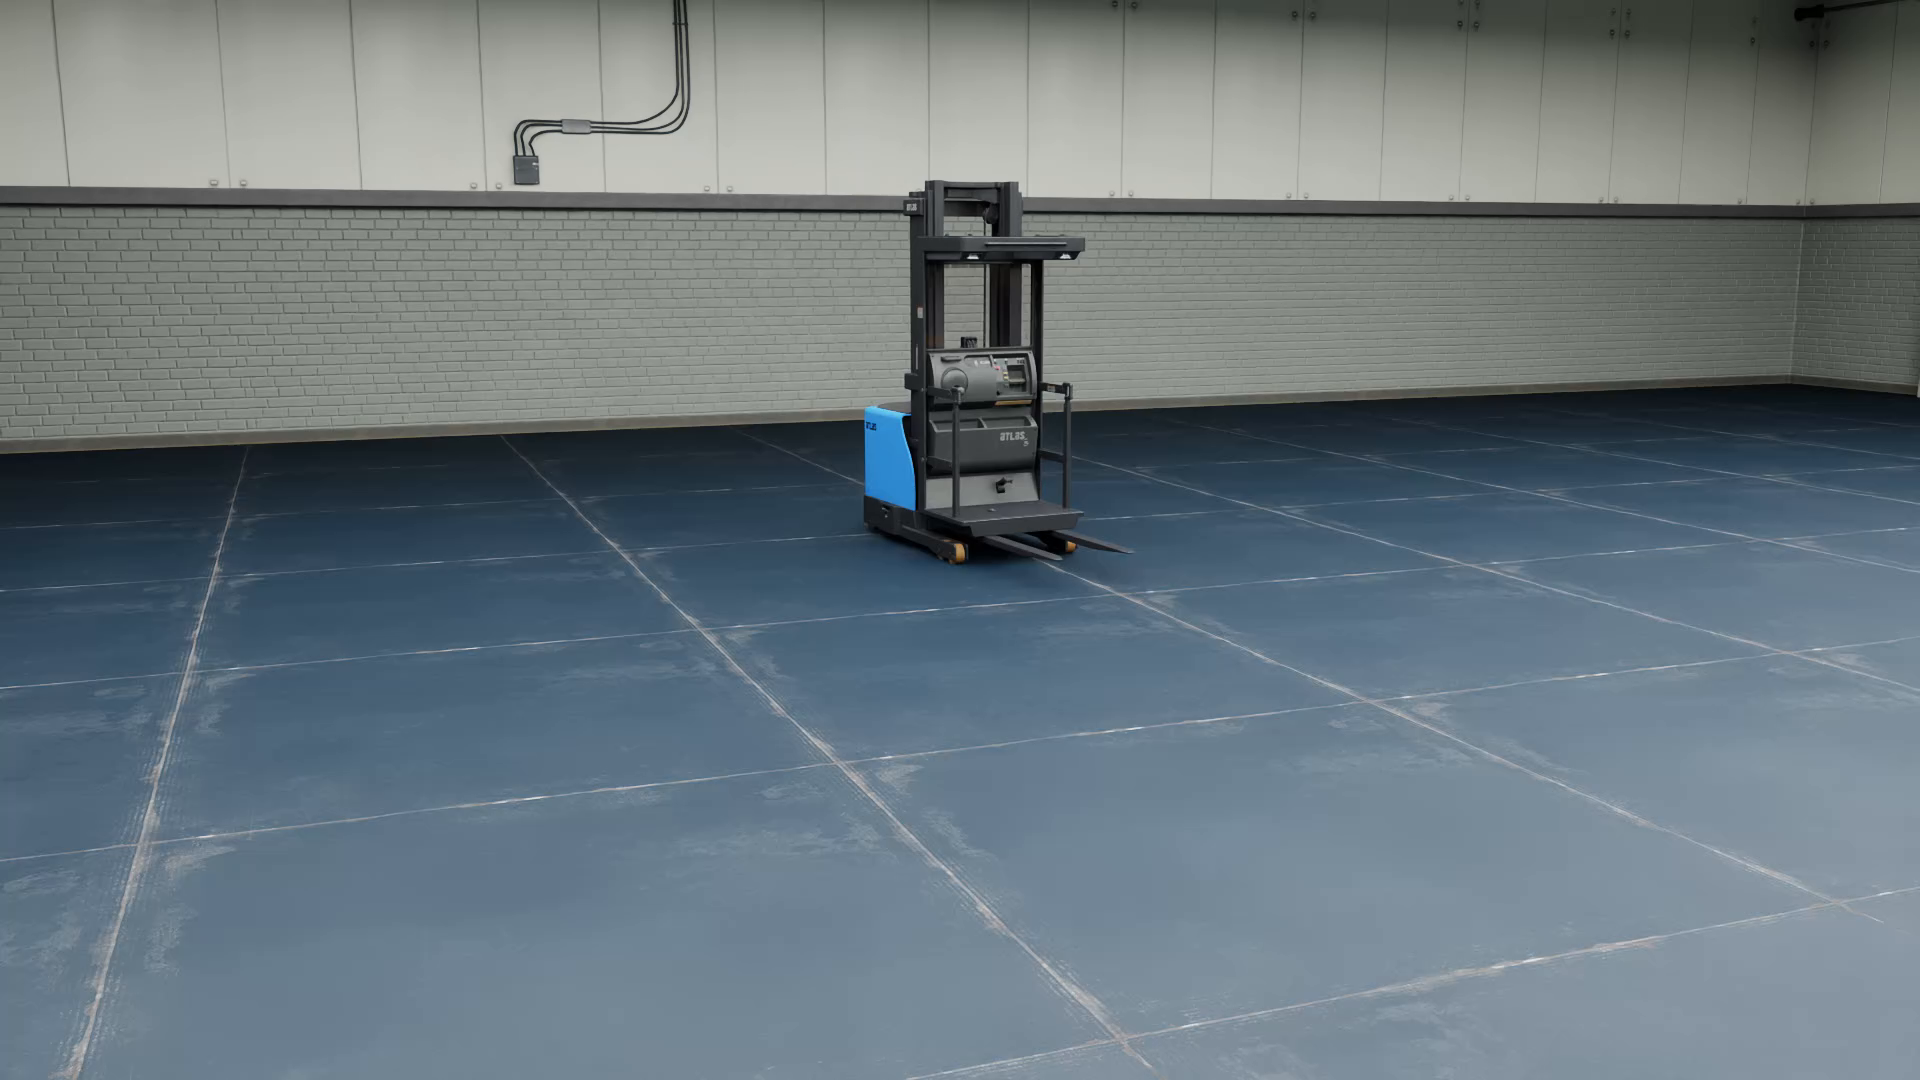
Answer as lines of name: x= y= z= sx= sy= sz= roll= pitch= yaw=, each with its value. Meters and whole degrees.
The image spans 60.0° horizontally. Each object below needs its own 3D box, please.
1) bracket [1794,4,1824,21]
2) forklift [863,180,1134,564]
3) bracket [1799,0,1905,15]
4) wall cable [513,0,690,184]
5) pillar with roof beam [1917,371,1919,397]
bracket: x=14.401 y=-8.936 z=28.185 sx=0.235 sy=0.232 sz=0.430 roll=-4 pitch=11 yaw=-21
forklift: x=0.287 y=-1.345 z=13.111 sx=1.130 sy=2.935 sz=3.031 roll=-5 pitch=11 yaw=-27
bracket: x=14.615 y=-8.840 z=27.643 sx=0.076 sy=0.066 sz=3.189 roll=-4 pitch=11 yaw=-21
wall cable: x=-4.599 y=-7.572 z=21.082 sx=2.305 sy=6.003 sz=0.169 roll=-4 pitch=11 yaw=-21
pillar with roof beam: x=11.728 y=-6.459 z=24.535 sx=9.100 sy=9.000 sz=0.400 roll=-4 pitch=11 yaw=-21
